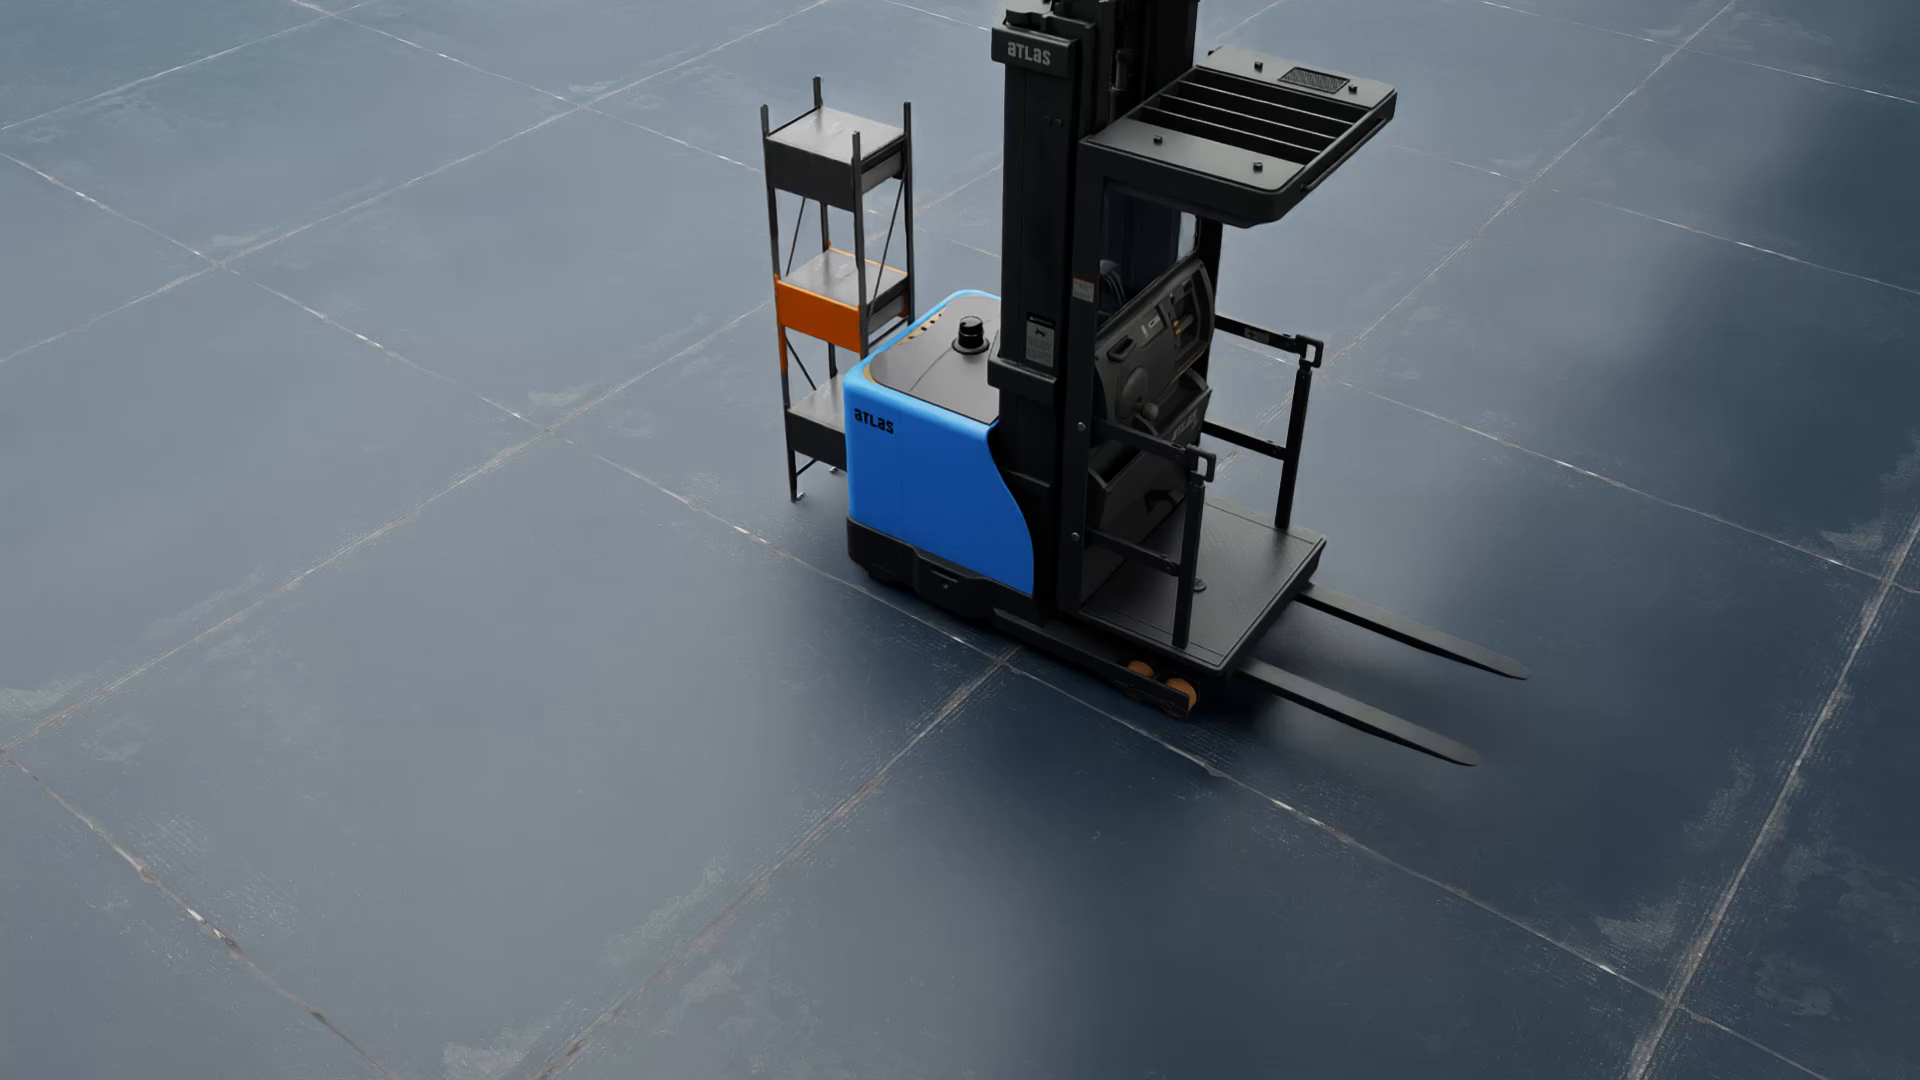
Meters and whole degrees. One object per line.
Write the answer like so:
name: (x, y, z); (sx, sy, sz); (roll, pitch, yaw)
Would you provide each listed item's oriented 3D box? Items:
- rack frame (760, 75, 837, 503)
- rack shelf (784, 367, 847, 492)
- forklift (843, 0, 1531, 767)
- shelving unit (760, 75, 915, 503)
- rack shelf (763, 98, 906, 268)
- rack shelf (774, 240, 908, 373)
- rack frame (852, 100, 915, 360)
rack frame: (-0.732, -1.115, 7.832); (0.015, 2.100, 0.400); (22, 43, 26)
rack shelf: (-0.530, -0.469, 8.164); (0.480, 0.518, 0.431); (22, 43, 26)
forklift: (0.975, -0.771, 6.718); (3.031, 2.935, 1.130); (22, 43, 26)
shelving unit: (-0.530, -1.031, 7.724); (0.503, 2.100, 0.431); (22, 43, 26)
rack shelf: (-0.530, -1.571, 7.301); (0.480, 0.518, 0.431); (22, 43, 26)
rack shelf: (-0.530, -1.020, 7.733); (0.480, 0.518, 0.431); (22, 43, 26)
rack frame: (-0.327, -0.947, 7.617); (0.015, 2.100, 0.400); (22, 43, 26)
